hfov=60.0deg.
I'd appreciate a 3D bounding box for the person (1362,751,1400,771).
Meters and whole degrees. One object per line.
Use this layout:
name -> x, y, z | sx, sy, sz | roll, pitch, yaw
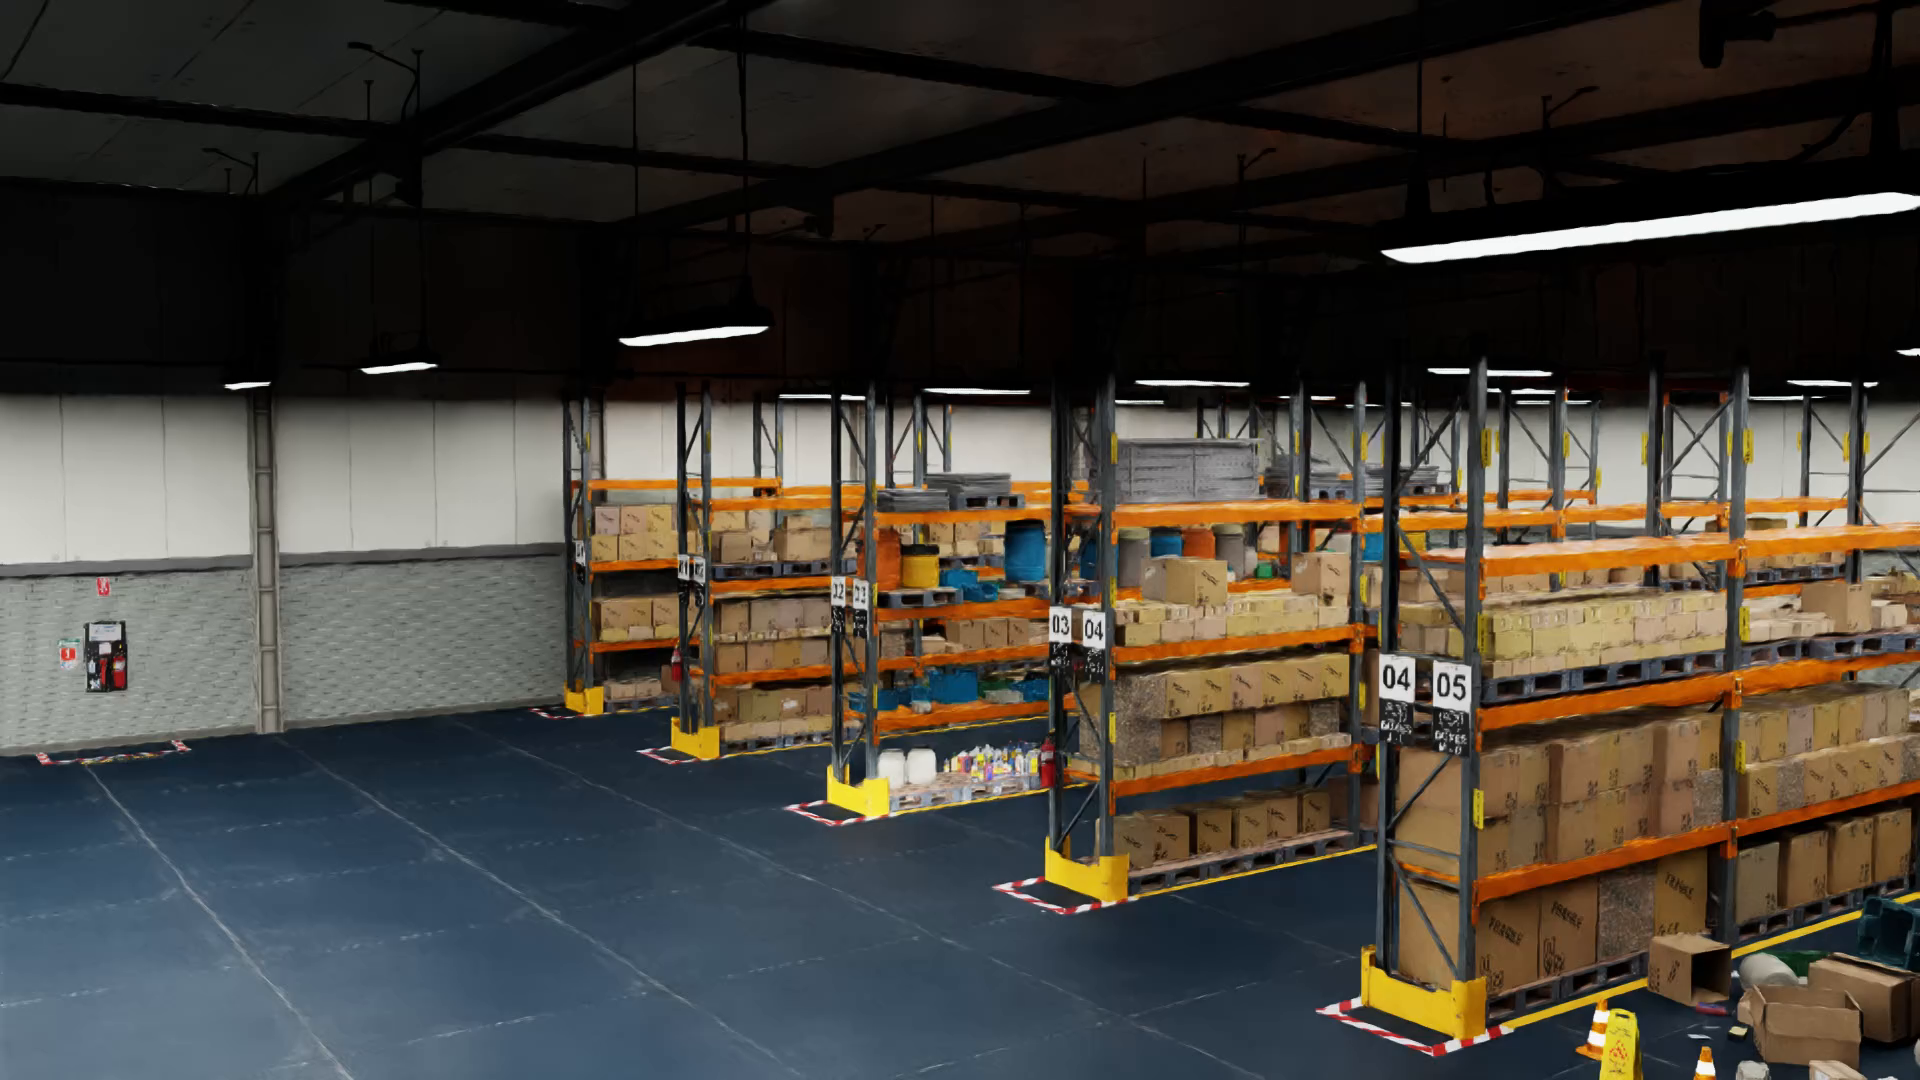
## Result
person -> 6.276, 2.697, 24.909 | 1.045, 1.736, 0.565 | -3, 5, -36
